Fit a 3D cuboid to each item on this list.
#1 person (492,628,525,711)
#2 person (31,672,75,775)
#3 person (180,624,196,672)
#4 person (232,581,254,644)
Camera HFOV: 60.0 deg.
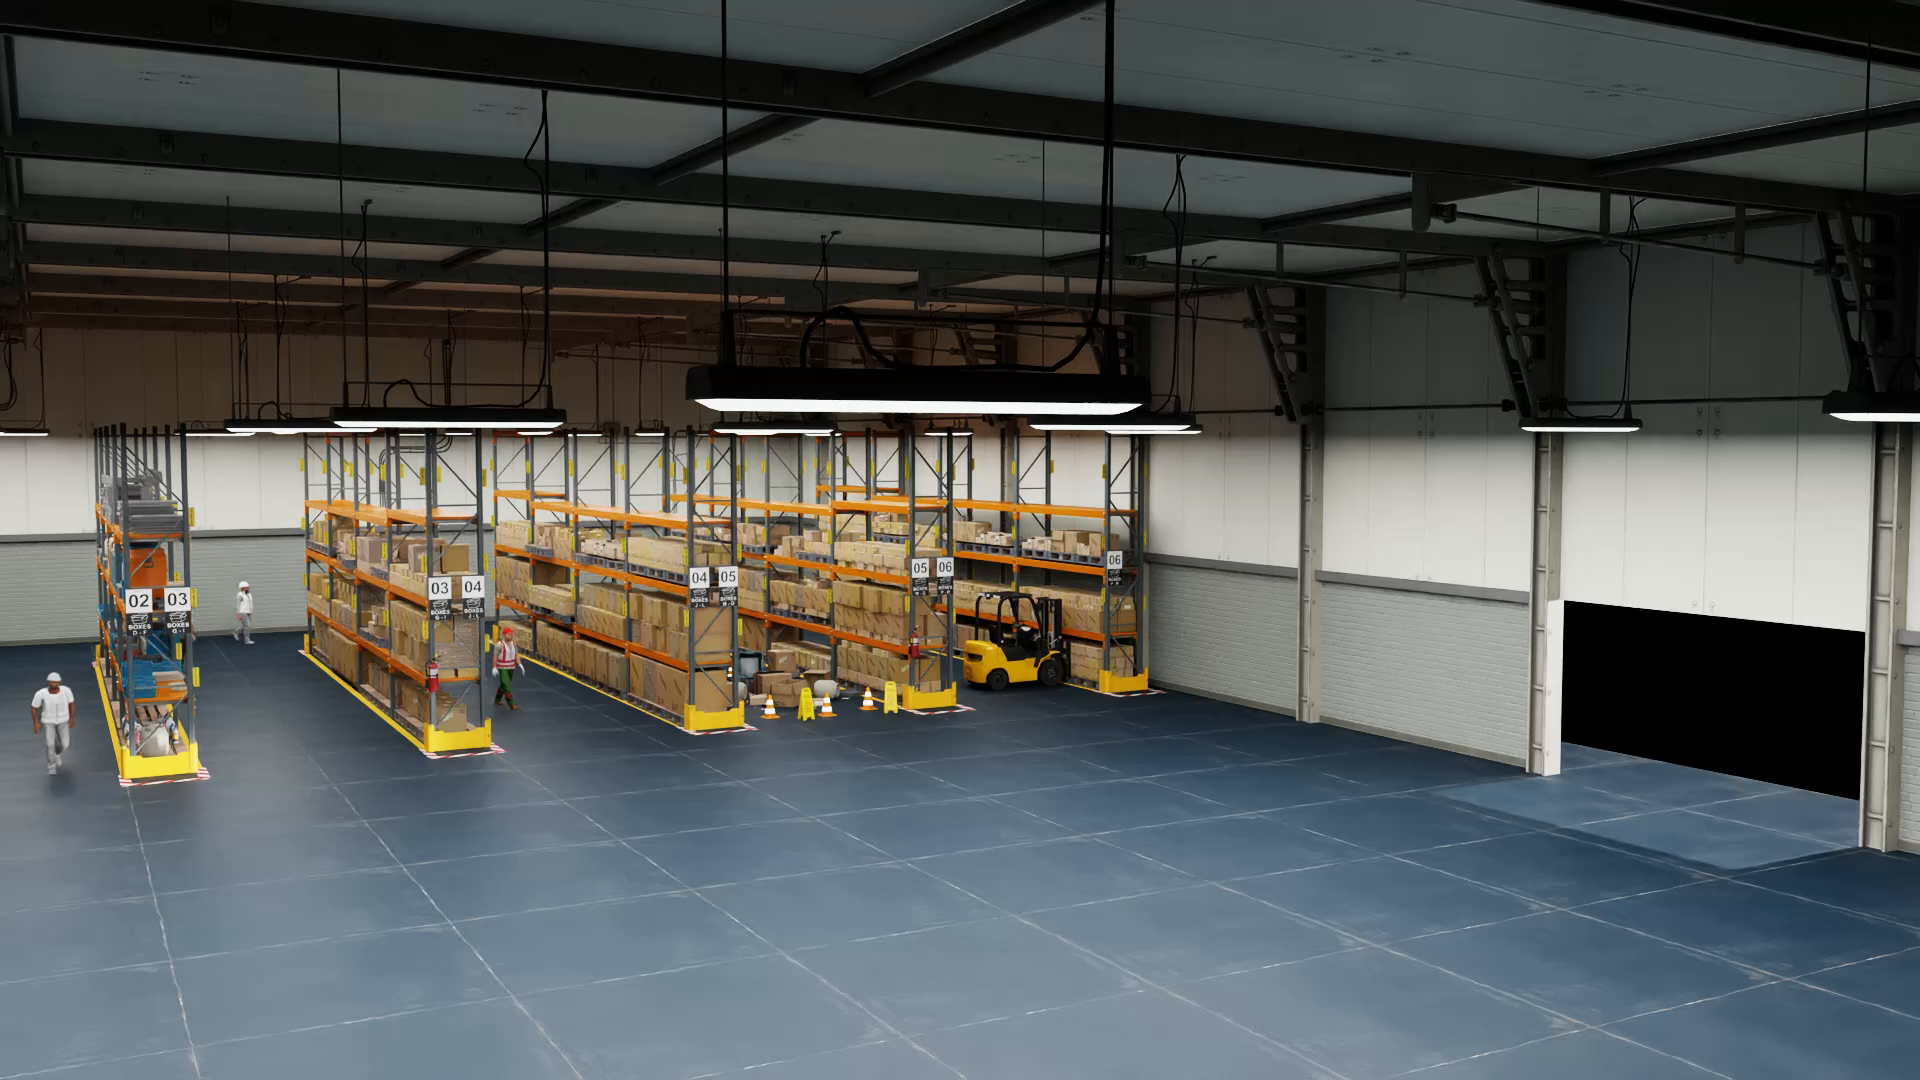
[{"bbox_3d":[-9.556,2.706,35.138,1.126,1.718,0.575,3,4,38],"label":"person"},{"bbox_3d":[-15.592,3.127,28.585,0.659,1.744,0.656,-3,5,-41],"label":"person"},{"bbox_3d":[-19.044,2.376,40.614,0.674,1.714,1.114,-3,5,-44],"label":"person"},{"bbox_3d":[-20.017,2.024,46.413,0.752,1.755,0.549,1,4,9],"label":"person"}]
